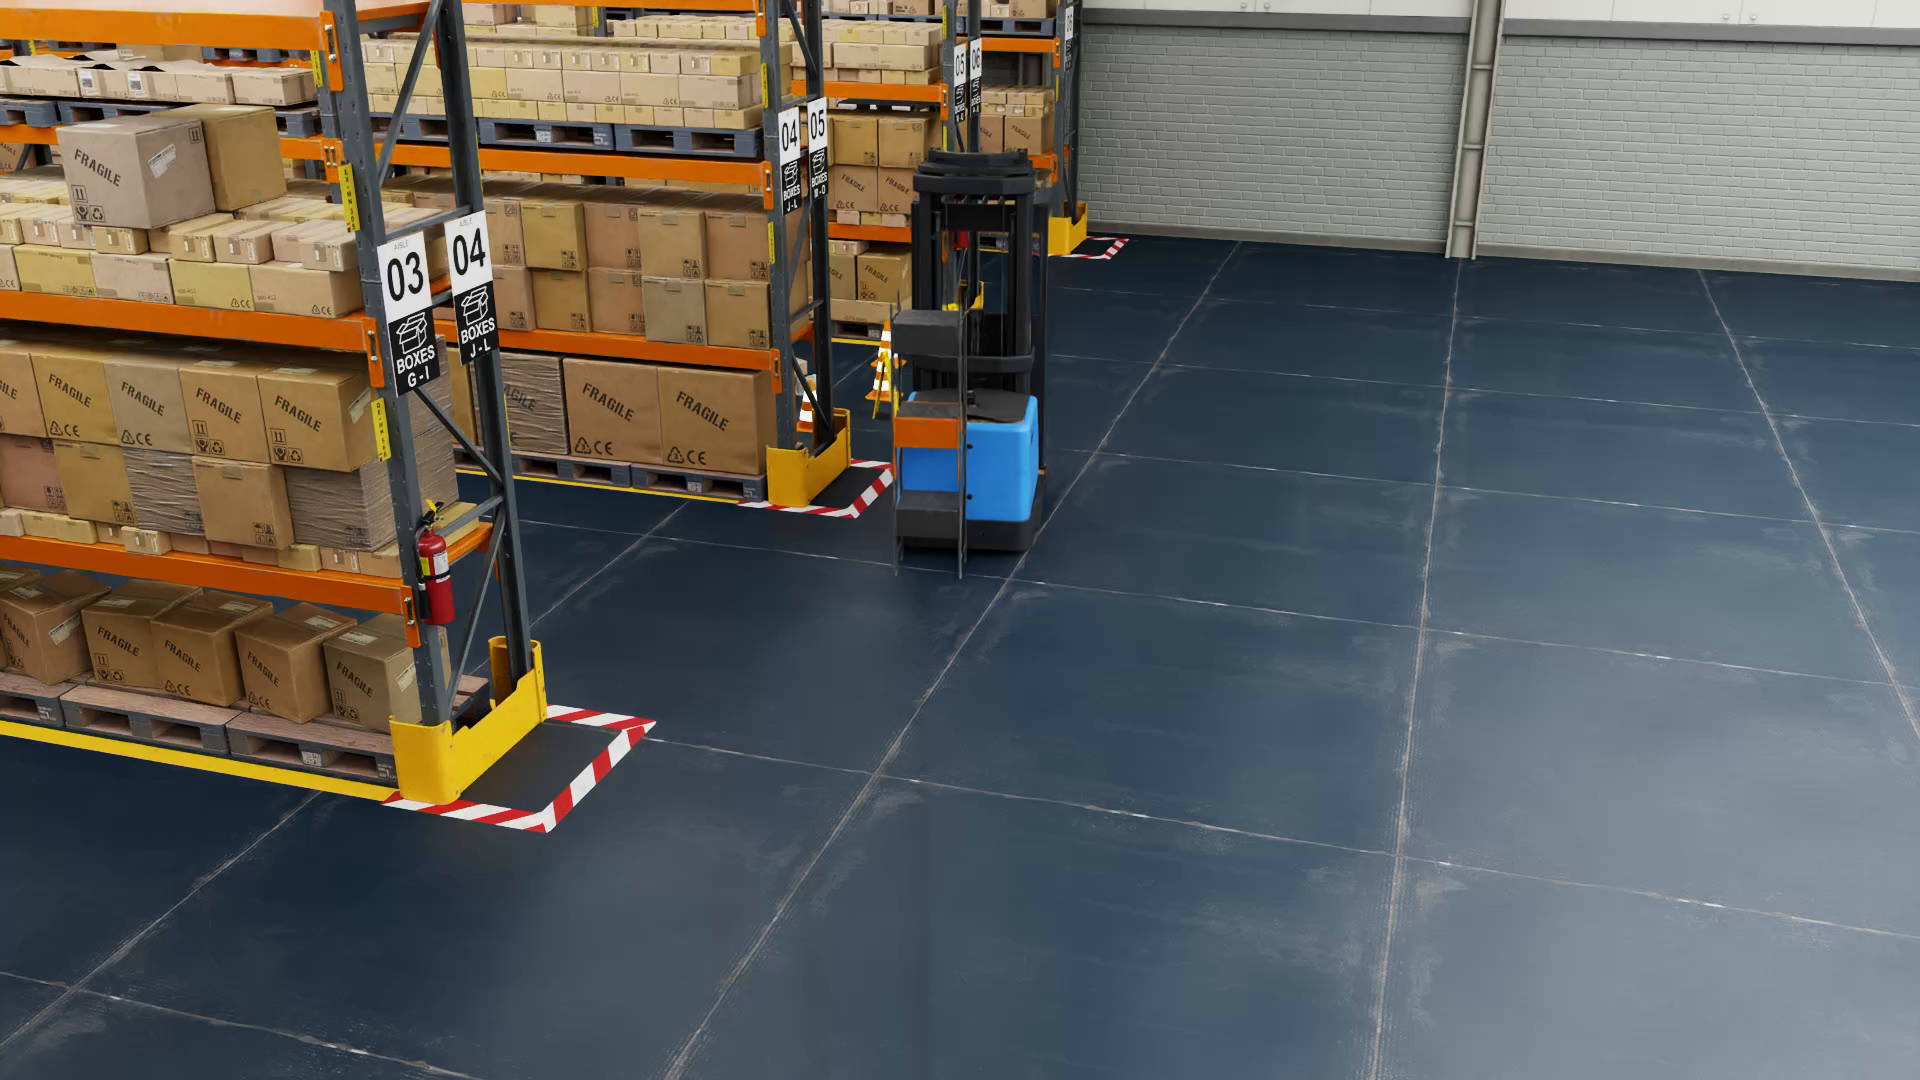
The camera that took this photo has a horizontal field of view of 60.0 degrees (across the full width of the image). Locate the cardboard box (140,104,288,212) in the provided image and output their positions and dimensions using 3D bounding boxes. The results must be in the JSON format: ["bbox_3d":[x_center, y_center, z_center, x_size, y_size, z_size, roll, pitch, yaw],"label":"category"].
[{"bbox_3d":[-4.183,-2.154,9.340,0.500,0.500,0.500,6,23,15],"label":"cardboard box"}]

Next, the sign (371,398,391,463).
[{"bbox_3d":[-3.020,-0.573,8.677,0.005,0.325,0.100,7,23,16],"label":"sign"}]

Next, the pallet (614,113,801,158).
[{"bbox_3d":[-2.024,-3.306,13.446,1.213,0.211,1.003,7,23,16],"label":"pallet"}]

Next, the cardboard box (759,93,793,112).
[{"bbox_3d":[-1.546,-3.548,13.565,0.250,0.149,0.380,7,23,16],"label":"cardboard box"}]

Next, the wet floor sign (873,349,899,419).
[{"bbox_3d":[-0.711,-1.509,16.003,0.232,0.644,0.267,3,22,6],"label":"wet floor sign"}]

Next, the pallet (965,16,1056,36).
[{"bbox_3d":[0.783,-6.929,22.278,1.213,0.211,1.003,7,23,16],"label":"pallet"}]

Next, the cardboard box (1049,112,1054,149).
[{"bbox_3d":[1.059,-5.697,22.978,0.500,0.500,0.500,7,23,17],"label":"cardboard box"}]

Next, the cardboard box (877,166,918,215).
[{"bbox_3d":[-0.577,-3.834,18.047,0.500,0.500,0.500,6,23,15],"label":"cardboard box"}]

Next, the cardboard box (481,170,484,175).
[{"bbox_3d":[-5.574,-4.347,19.598,0.250,0.149,0.380,6,23,14],"label":"cardboard box"}]

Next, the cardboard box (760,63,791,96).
[{"bbox_3d":[-1.699,-3.724,13.470,0.500,0.250,0.500,6,23,15],"label":"cardboard box"}]

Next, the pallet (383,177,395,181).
[{"bbox_3d":[-6.923,-4.440,20.299,1.003,0.211,1.213,7,23,16],"label":"pallet"}]

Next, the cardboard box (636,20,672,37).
[{"bbox_3d":[-3.342,-5.599,18.200,0.250,0.149,0.380,7,23,17],"label":"cardboard box"}]

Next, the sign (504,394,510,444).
[{"bbox_3d":[-2.684,-0.688,9.760,0.005,0.325,0.100,7,23,16],"label":"sign"}]

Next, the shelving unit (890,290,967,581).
[{"bbox_3d":[-0.223,-0.753,12.243,0.503,2.100,0.431,2,22,6],"label":"shelving unit"}]

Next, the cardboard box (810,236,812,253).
[{"bbox_3d":[-1.682,-3.328,18.562,0.250,0.149,0.380,8,23,18],"label":"cardboard box"}]

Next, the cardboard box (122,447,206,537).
[{"bbox_3d":[-4.338,-0.426,9.738,0.500,0.500,0.875,7,23,16],"label":"cardboard box"}]

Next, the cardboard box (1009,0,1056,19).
[{"bbox_3d":[0.959,-7.130,21.834,0.500,0.500,0.500,7,23,17],"label":"cardboard box"}]

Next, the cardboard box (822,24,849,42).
[{"bbox_3d":[-1.332,-5.401,17.717,0.250,0.149,0.380,7,23,16],"label":"cardboard box"}]

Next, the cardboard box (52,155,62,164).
[{"bbox_3d":[-11.121,-4.793,21.105,0.500,0.250,0.500,6,23,14],"label":"cardboard box"}]

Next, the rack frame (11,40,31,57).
[{"bbox_3d":[-8.970,-5.534,14.809,0.127,3.000,1.000,7,23,16],"label":"rack frame"}]

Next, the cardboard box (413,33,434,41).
[{"bbox_3d":[-4.456,-4.249,14.224,0.250,0.149,0.380,6,23,15],"label":"cardboard box"}]

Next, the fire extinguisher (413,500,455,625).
[{"bbox_3d":[-2.864,0.125,9.019,0.183,0.674,0.296,7,23,16],"label":"fire extinguisher"}]

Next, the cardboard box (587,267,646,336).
[{"bbox_3d":[-2.712,-2.135,14.229,0.550,0.550,0.875,7,23,16],"label":"cardboard box"}]

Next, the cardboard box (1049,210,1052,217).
[{"bbox_3d":[1.039,-4.542,23.365,0.500,0.250,0.500,7,23,16],"label":"cardboard box"}]

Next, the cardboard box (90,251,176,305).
[{"bbox_3d":[-4.342,-1.482,9.082,0.500,0.250,0.500,7,23,17],"label":"cardboard box"}]

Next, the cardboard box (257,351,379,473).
[{"bbox_3d":[-3.438,-0.708,9.106,0.500,0.500,0.500,7,23,16],"label":"cardboard box"}]

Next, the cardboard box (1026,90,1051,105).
[{"bbox_3d":[1.049,-5.942,22.329,0.250,0.149,0.380,7,23,16],"label":"cardboard box"}]

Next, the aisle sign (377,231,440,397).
[{"bbox_3d":[-2.867,-1.178,8.668,0.004,0.787,0.394,7,23,16],"label":"aisle sign"}]

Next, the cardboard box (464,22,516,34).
[{"bbox_3d":[-5.379,-5.767,18.974,0.500,0.250,0.500,7,23,16],"label":"cardboard box"}]

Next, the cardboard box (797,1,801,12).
[{"bbox_3d":[-2.035,-7.286,22.679,0.250,0.149,0.380,7,23,17],"label":"cardboard box"}]

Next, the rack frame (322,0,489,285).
[{"bbox_3d":[-2.840,-2.866,8.305,0.127,3.000,1.000,7,23,16],"label":"rack frame"}]

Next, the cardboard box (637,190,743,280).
[{"bbox_3d":[-2.208,-2.532,13.775,0.550,0.550,0.875,7,23,16],"label":"cardboard box"}]

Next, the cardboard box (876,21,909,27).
[{"bbox_3d":[-0.726,-5.516,17.999,0.250,0.149,0.380,7,23,15],"label":"cardboard box"}]

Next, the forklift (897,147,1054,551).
[{"bbox_3d":[0.183,-1.793,13.683,1.130,2.935,3.031,2,22,6],"label":"forklift"}]

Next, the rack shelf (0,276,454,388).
[{"bbox_3d":[-4.755,-1.365,9.545,4.000,0.370,1.077,7,23,16],"label":"rack shelf"}]

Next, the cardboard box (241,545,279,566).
[{"bbox_3d":[-3.901,0.000,9.553,0.250,0.149,0.380,7,23,16],"label":"cardboard box"}]

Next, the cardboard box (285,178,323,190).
[{"bbox_3d":[-6.110,-2.937,14.933,0.500,0.500,0.700,6,23,15],"label":"cardboard box"}]

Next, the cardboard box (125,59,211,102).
[{"bbox_3d":[-6.882,-4.019,14.501,0.500,0.311,0.500,6,23,14],"label":"cardboard box"}]

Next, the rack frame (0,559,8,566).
[{"bbox_3d":[-6.670,-0.529,10.512,0.127,3.000,1.000,7,23,16],"label":"rack frame"}]

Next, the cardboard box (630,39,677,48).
[{"bbox_3d":[-2.511,-4.027,13.682,0.250,0.149,0.380,6,23,15],"label":"cardboard box"}]

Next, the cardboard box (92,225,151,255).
[{"bbox_3d":[-4.440,-1.656,8.979,0.250,0.149,0.380,5,23,13],"label":"cardboard box"}]

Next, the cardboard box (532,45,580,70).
[{"bbox_3d":[-3.191,-3.843,13.235,0.250,0.149,0.380,7,23,16],"label":"cardboard box"}]

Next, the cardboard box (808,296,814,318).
[{"bbox_3d":[-1.825,-2.719,18.921,0.500,0.250,0.500,6,23,14],"label":"cardboard box"}]

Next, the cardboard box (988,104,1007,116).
[{"bbox_3d":[0.556,-5.846,22.487,0.250,0.149,0.380,7,23,17],"label":"cardboard box"}]

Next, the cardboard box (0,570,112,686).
[{"bbox_3d":[-5.748,0.552,10.618,0.500,0.500,0.500,15,27,32],"label":"cardboard box"}]

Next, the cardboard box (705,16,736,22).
[{"bbox_3d":[-2.660,-5.772,18.622,0.250,0.149,0.380,7,23,17],"label":"cardboard box"}]

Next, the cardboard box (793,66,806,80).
[{"bbox_3d":[-1.618,-5.051,17.914,0.250,0.149,0.380,6,23,14],"label":"cardboard box"}]

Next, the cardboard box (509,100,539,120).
[{"bbox_3d":[-3.434,-3.502,13.454,0.250,0.149,0.380,7,23,16],"label":"cardboard box"}]

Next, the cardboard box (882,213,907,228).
[{"bbox_3d":[-0.672,-3.526,18.149,0.250,0.149,0.380,6,23,15],"label":"cardboard box"}]

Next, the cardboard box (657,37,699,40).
[{"bbox_3d":[-2.968,-5.385,18.203,0.500,0.250,0.500,6,23,15],"label":"cardboard box"}]

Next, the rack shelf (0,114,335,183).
[{"bbox_3d":[-7.055,-3.594,14.980,4.000,0.370,1.077,7,23,16],"label":"rack shelf"}]

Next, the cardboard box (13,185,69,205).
[{"bbox_3d":[-5.283,-1.967,9.737,0.250,0.149,0.380,7,23,18],"label":"cardboard box"}]
